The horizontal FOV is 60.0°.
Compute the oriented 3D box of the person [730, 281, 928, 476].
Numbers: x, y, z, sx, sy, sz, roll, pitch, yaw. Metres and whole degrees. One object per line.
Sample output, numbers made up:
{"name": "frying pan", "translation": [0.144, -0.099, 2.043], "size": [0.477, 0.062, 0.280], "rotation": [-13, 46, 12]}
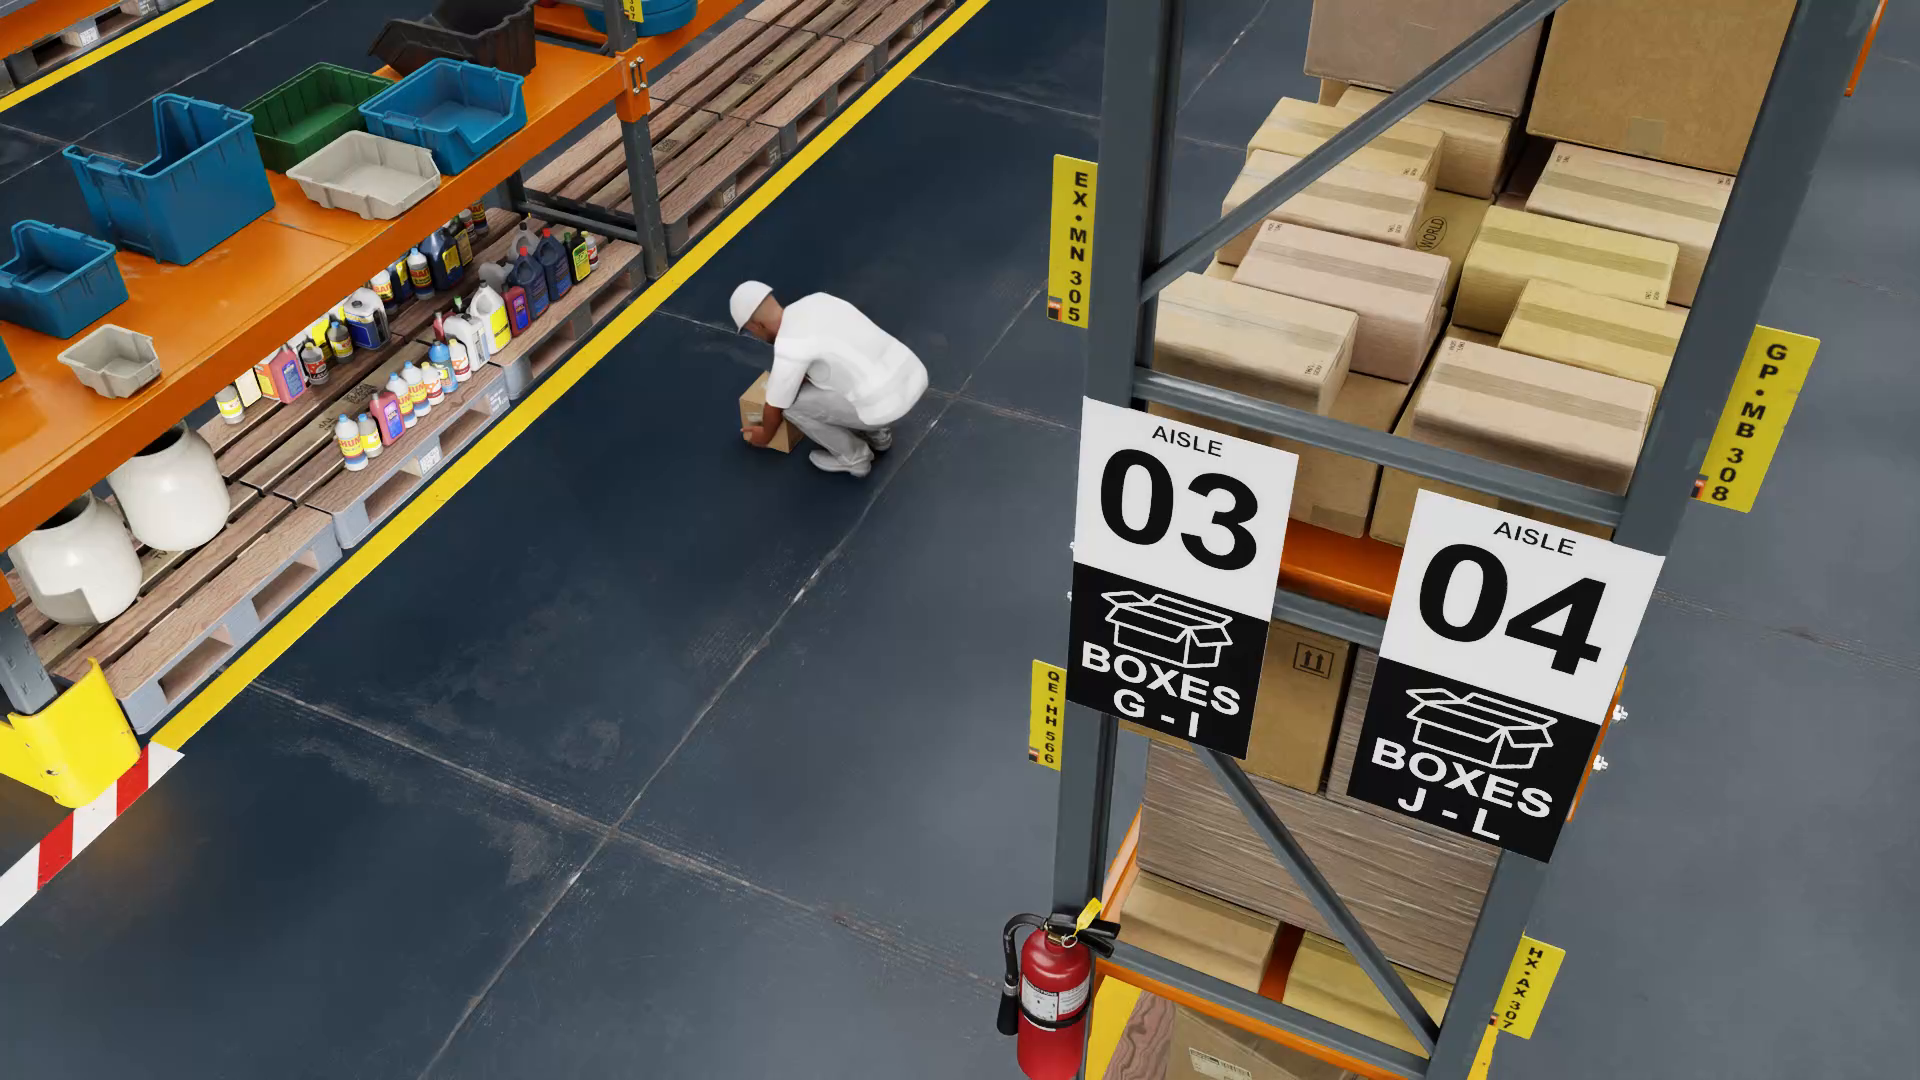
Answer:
{"name": "person", "translation": [-0.616, -0.736, 7.655], "size": [0.893, 0.898, 0.556], "rotation": [17, 45, 19]}
